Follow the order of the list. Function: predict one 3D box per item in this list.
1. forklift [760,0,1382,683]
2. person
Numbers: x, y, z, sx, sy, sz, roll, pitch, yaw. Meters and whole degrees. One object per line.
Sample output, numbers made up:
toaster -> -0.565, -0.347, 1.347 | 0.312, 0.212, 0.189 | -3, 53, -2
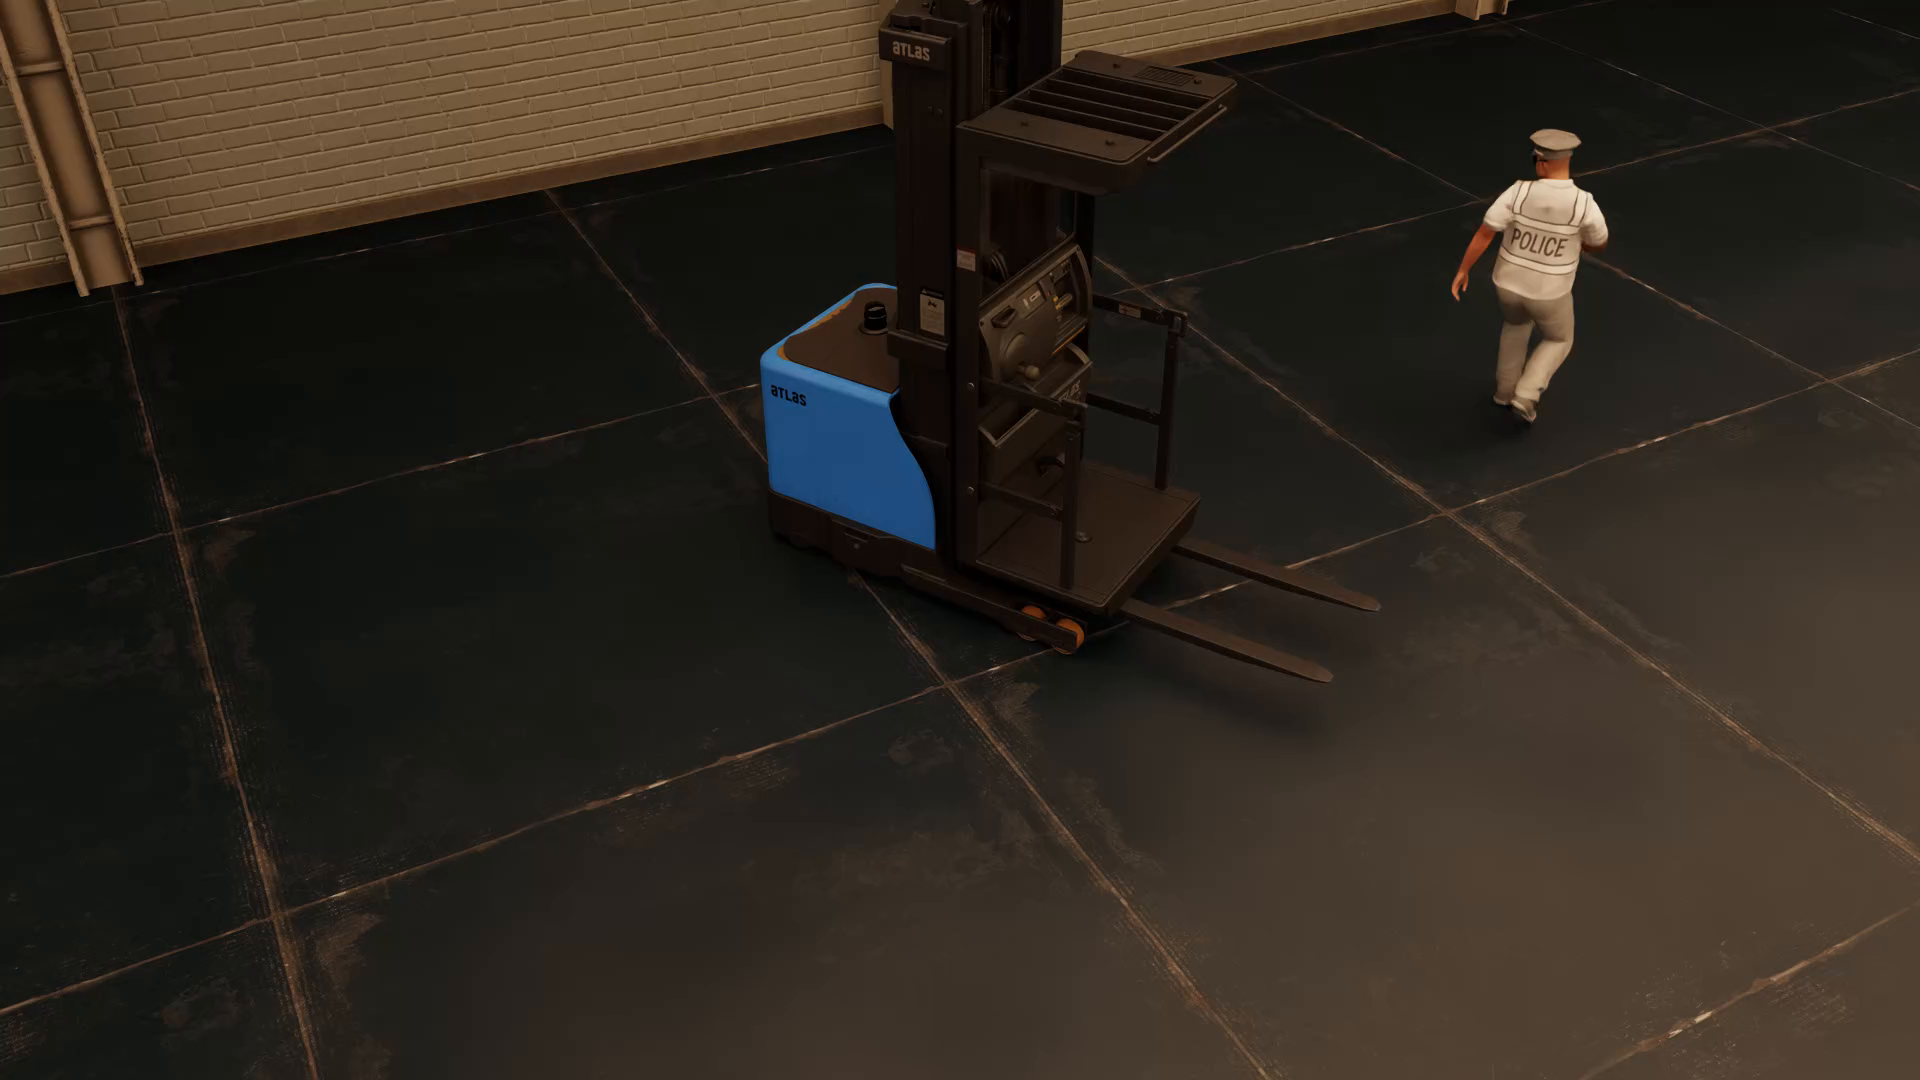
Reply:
forklift -> 0.530, -1.007, 7.547 | 3.031, 2.935, 1.130 | 20, 40, 26
person -> 3.188, -1.467, 9.283 | 0.699, 1.692, 0.635 | 25, 42, 31
